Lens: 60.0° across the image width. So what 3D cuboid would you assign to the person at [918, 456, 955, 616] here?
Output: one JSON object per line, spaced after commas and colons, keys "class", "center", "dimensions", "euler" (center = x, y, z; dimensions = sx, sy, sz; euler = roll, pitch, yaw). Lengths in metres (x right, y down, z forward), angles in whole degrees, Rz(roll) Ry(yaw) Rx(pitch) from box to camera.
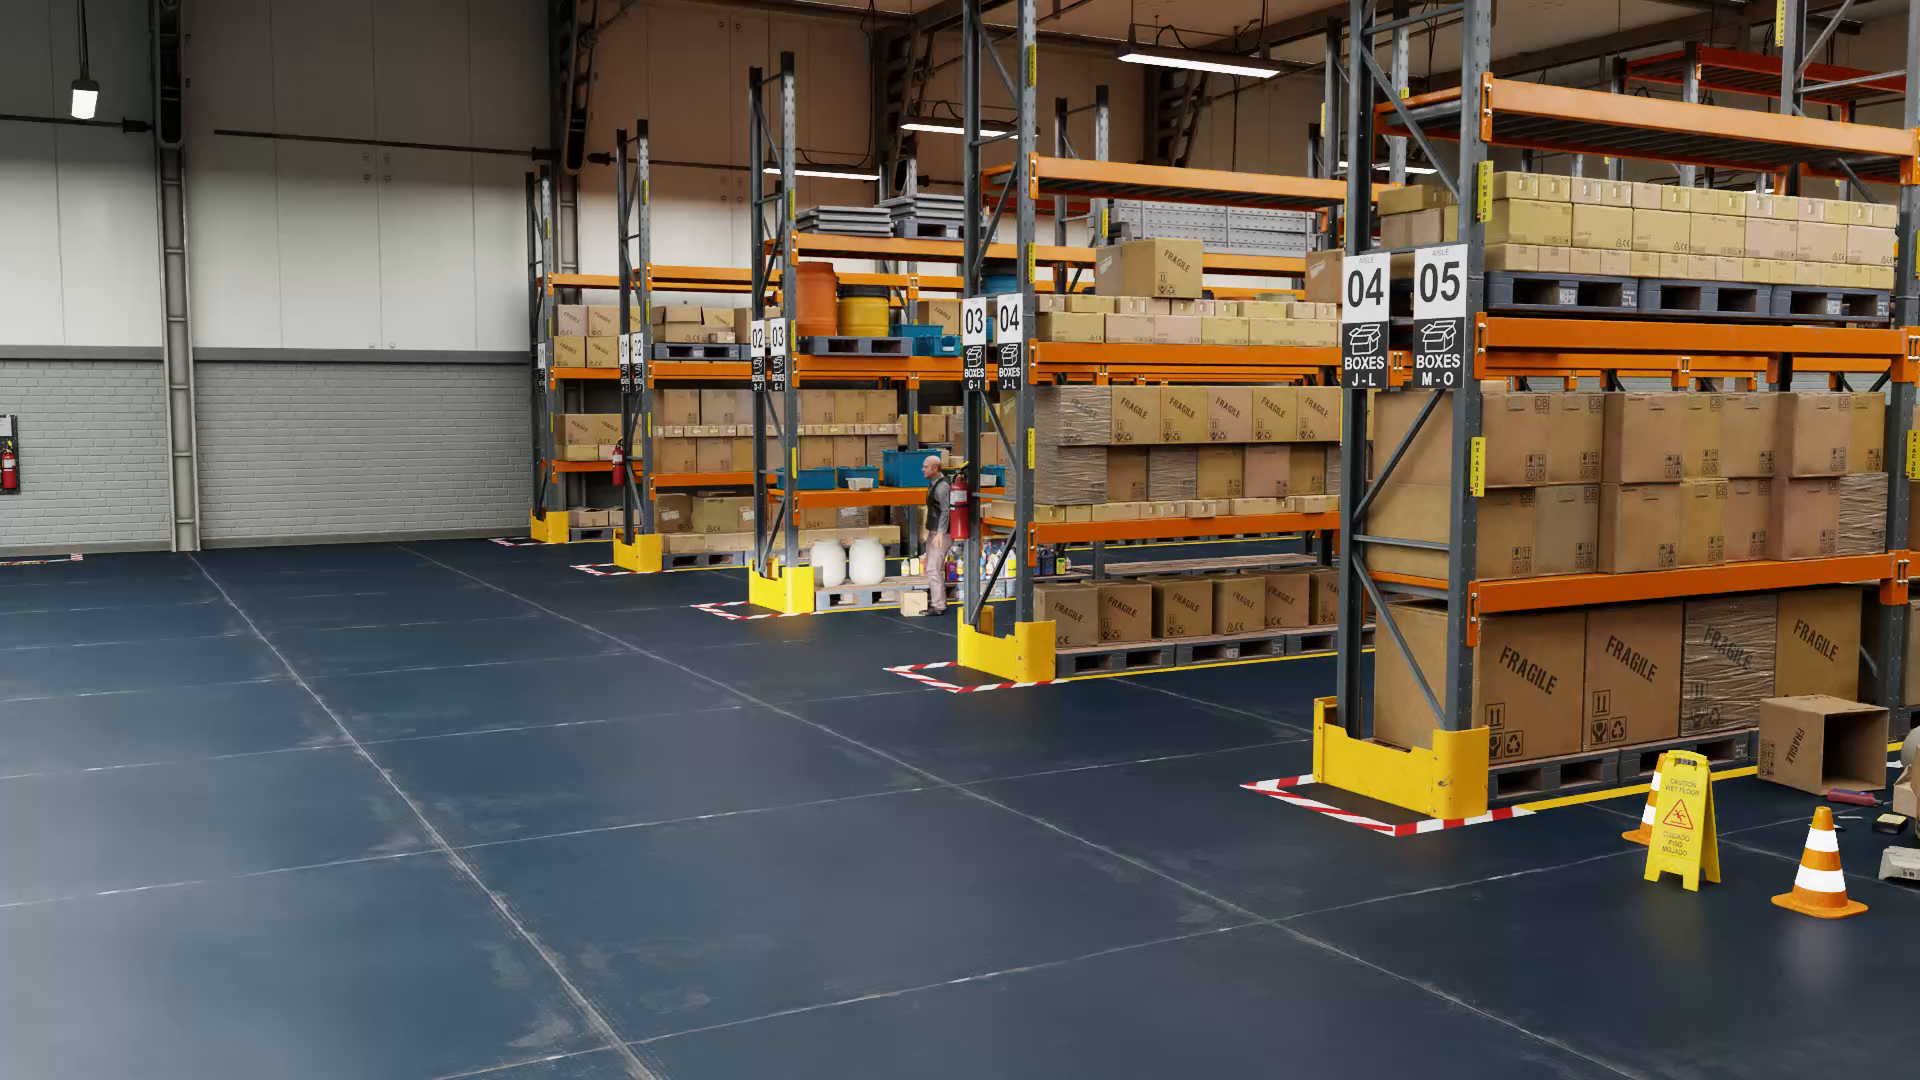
{"class": "person", "center": [-0.248, -0.054, 18.002], "dimensions": [0.473, 1.720, 0.582], "euler": [-1, 5, -12]}
